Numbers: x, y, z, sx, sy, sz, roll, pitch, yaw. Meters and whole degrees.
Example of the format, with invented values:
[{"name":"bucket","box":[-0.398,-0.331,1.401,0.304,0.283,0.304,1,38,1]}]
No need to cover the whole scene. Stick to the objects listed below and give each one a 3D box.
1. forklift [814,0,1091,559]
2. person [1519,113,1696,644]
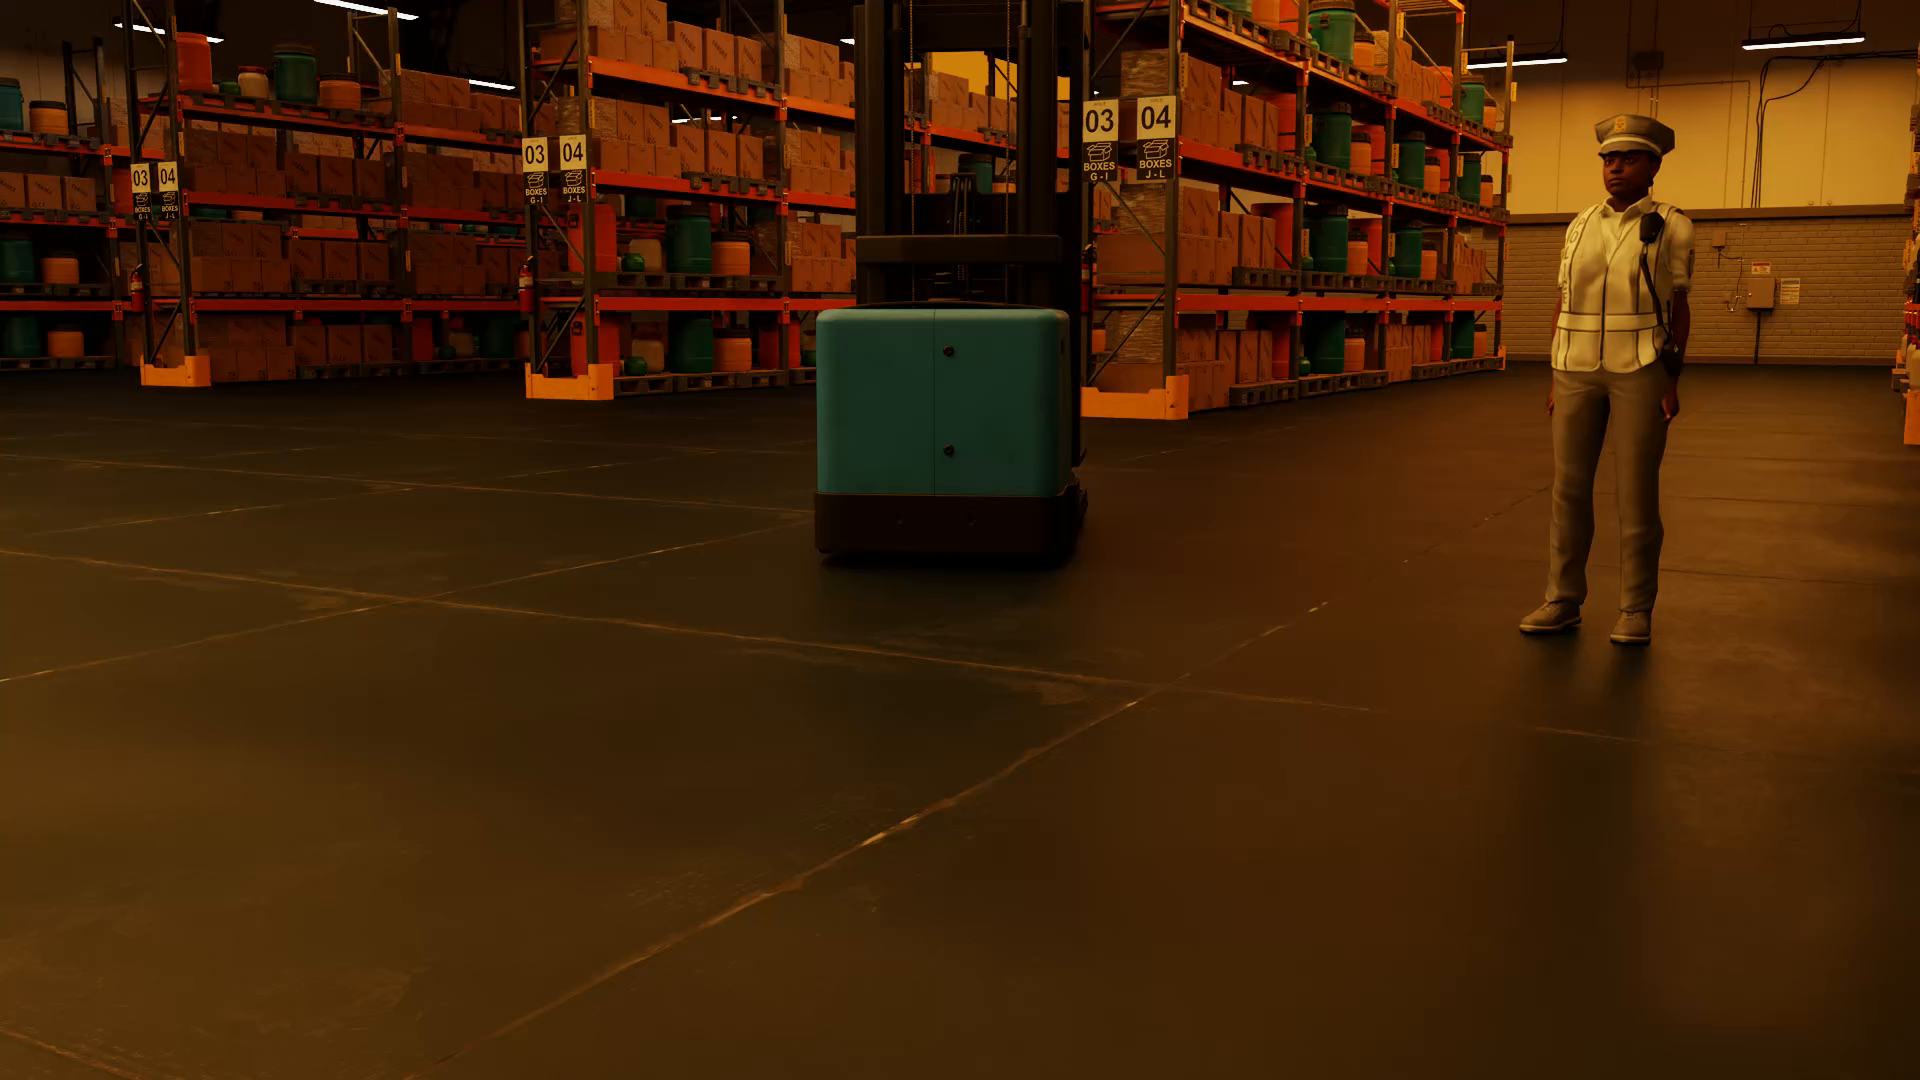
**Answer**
[{"name":"forklift","box":[0.072,-1.535,8.212,1.130,2.935,3.031,1,8,7]},{"name":"person","box":[2.132,-0.525,5.448,0.445,1.695,0.353,6,10,37]}]
